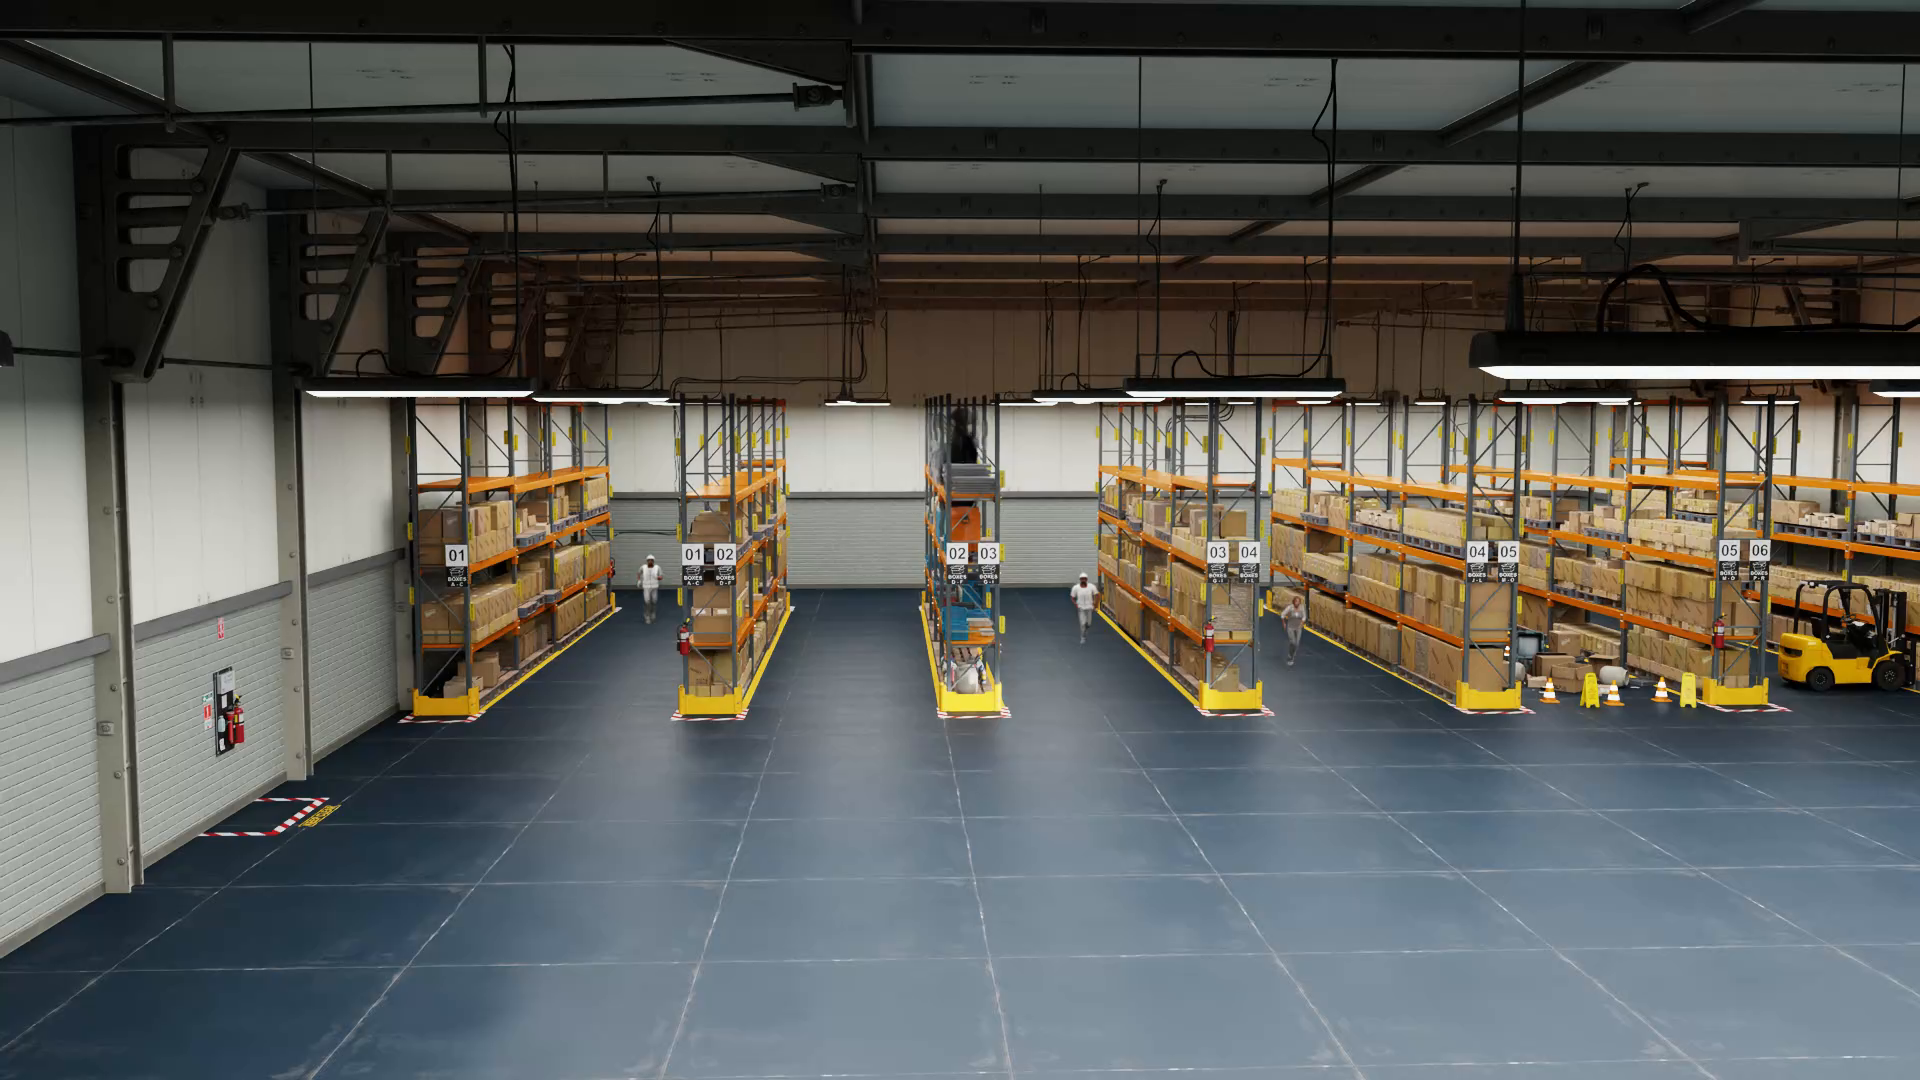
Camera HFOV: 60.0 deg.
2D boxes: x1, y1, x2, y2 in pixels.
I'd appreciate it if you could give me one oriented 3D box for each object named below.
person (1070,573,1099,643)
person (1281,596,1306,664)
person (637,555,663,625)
[{"bbox_3d":[3.044,1.660,40.615,0.714,1.728,0.661,0,5,2],"label":"person"},{"bbox_3d":[7.455,2.014,37.064,0.504,1.541,0.659,-1,5,-10],"label":"person"},{"bbox_3d":[-8.277,1.317,44.469,0.665,1.845,0.800,-1,5,-16],"label":"person"}]
